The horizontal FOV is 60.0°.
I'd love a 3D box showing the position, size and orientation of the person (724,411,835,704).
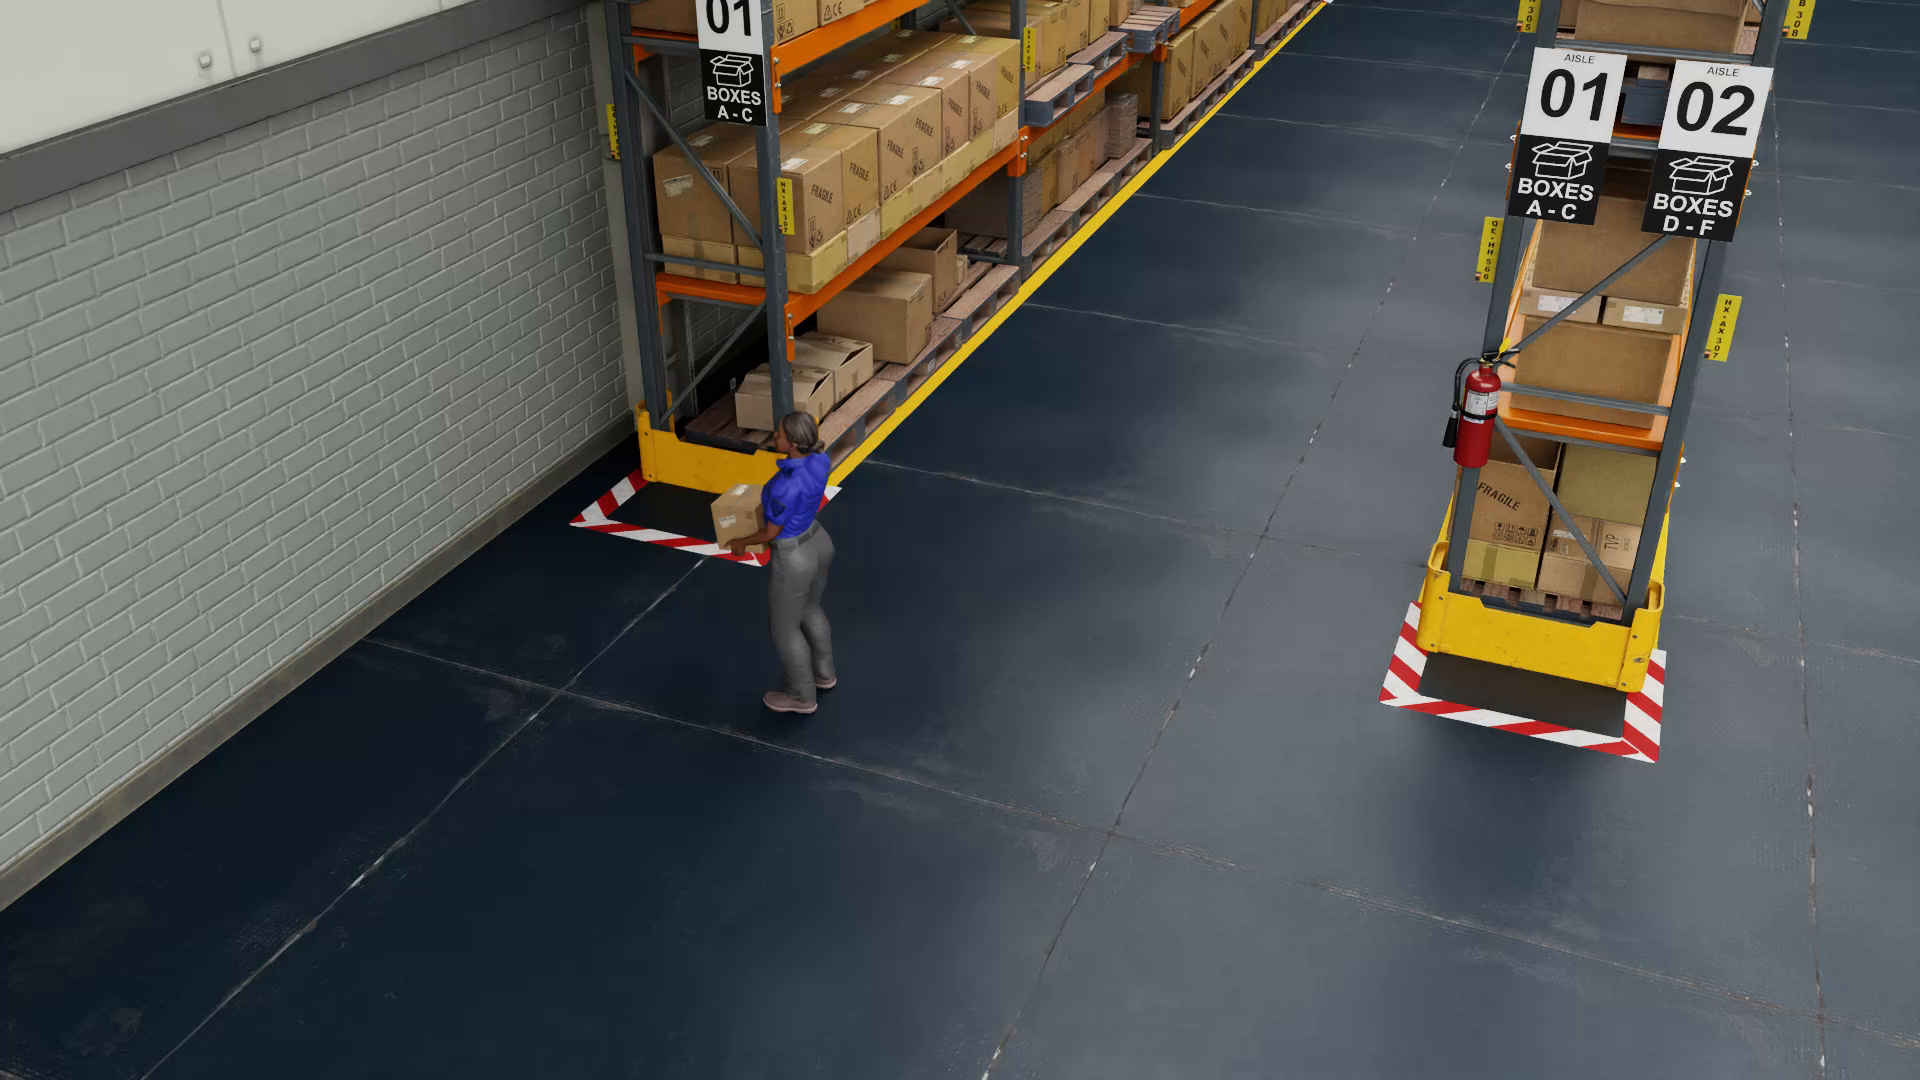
[{"bbox_3d":[-0.877,0.054,8.253,0.517,1.562,0.444,12,32,20],"label":"person"}]
